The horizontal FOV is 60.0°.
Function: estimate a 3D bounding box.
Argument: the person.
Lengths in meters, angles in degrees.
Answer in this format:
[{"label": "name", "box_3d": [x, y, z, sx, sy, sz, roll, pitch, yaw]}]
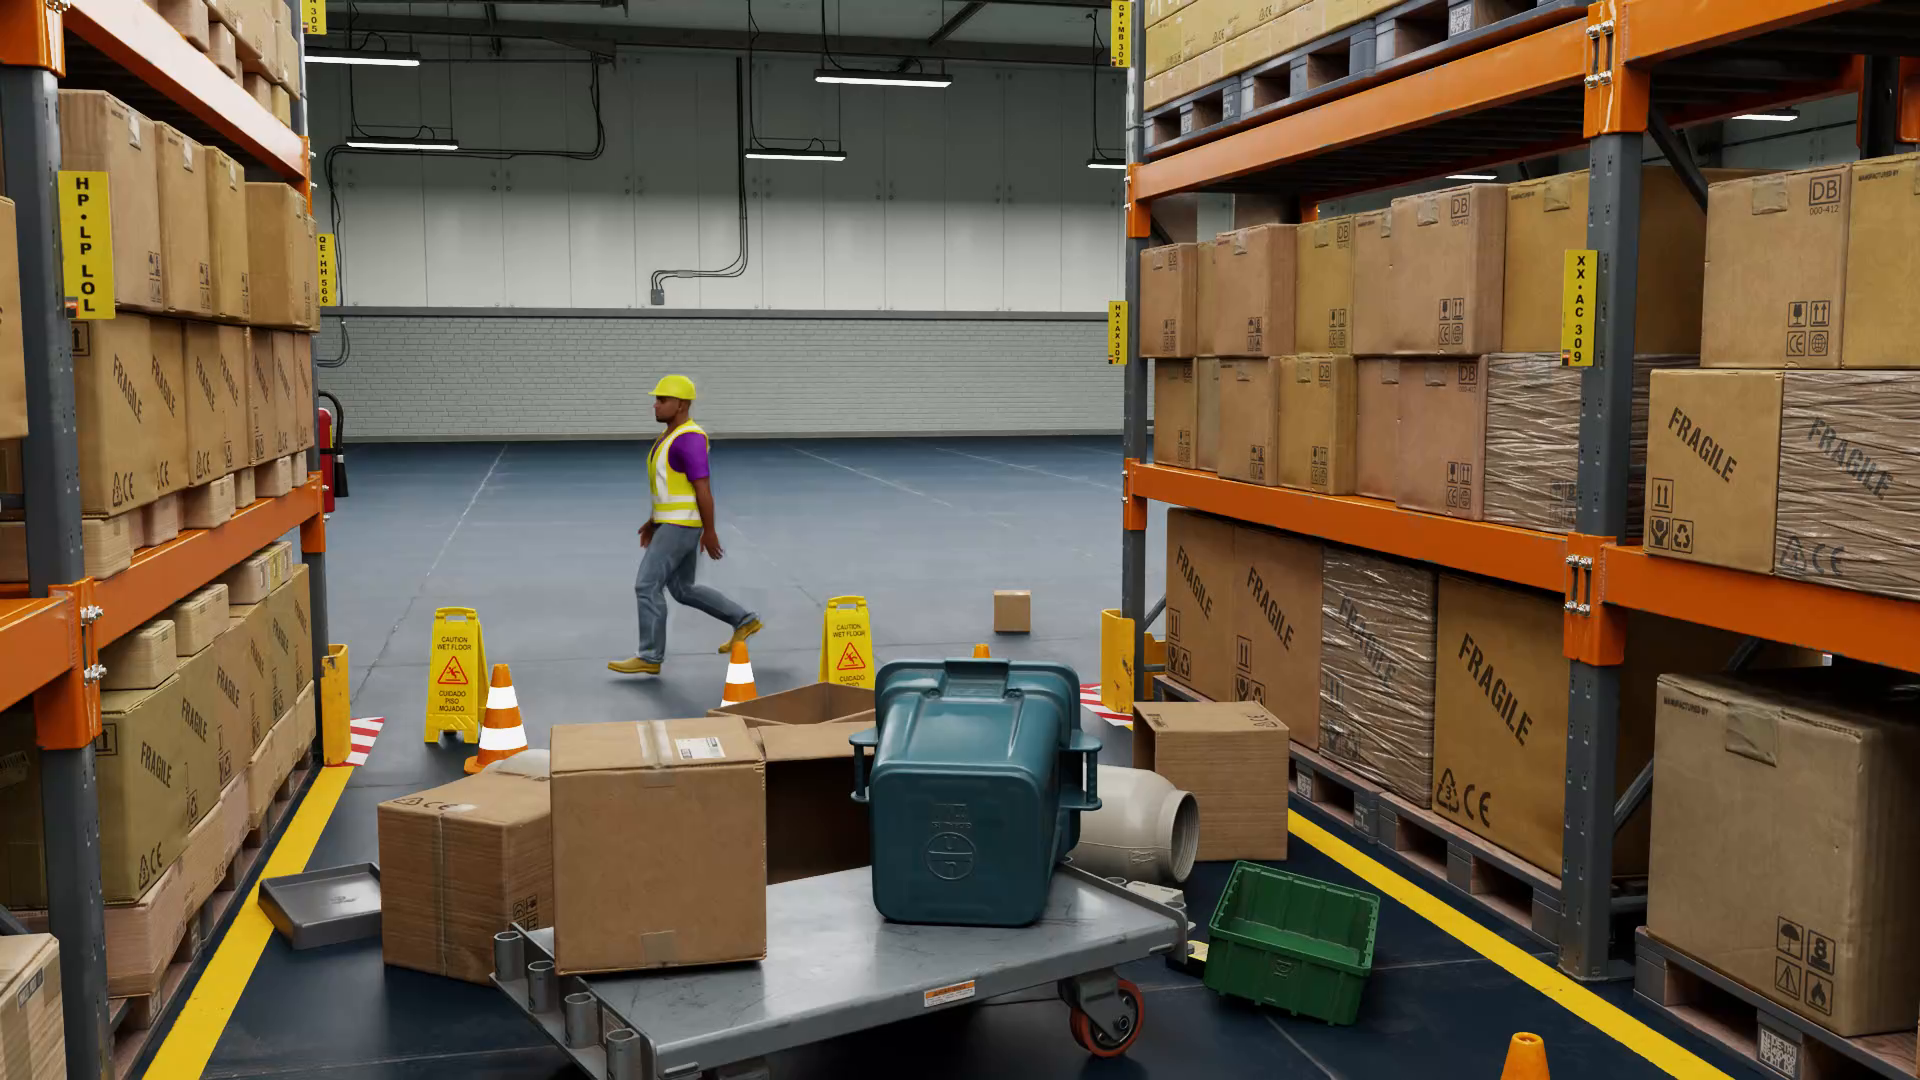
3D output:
[{"label": "person", "box_3d": [-1.604, -0.095, 9.706, 0.938, 1.730, 0.579, -2, 6, -17]}]
